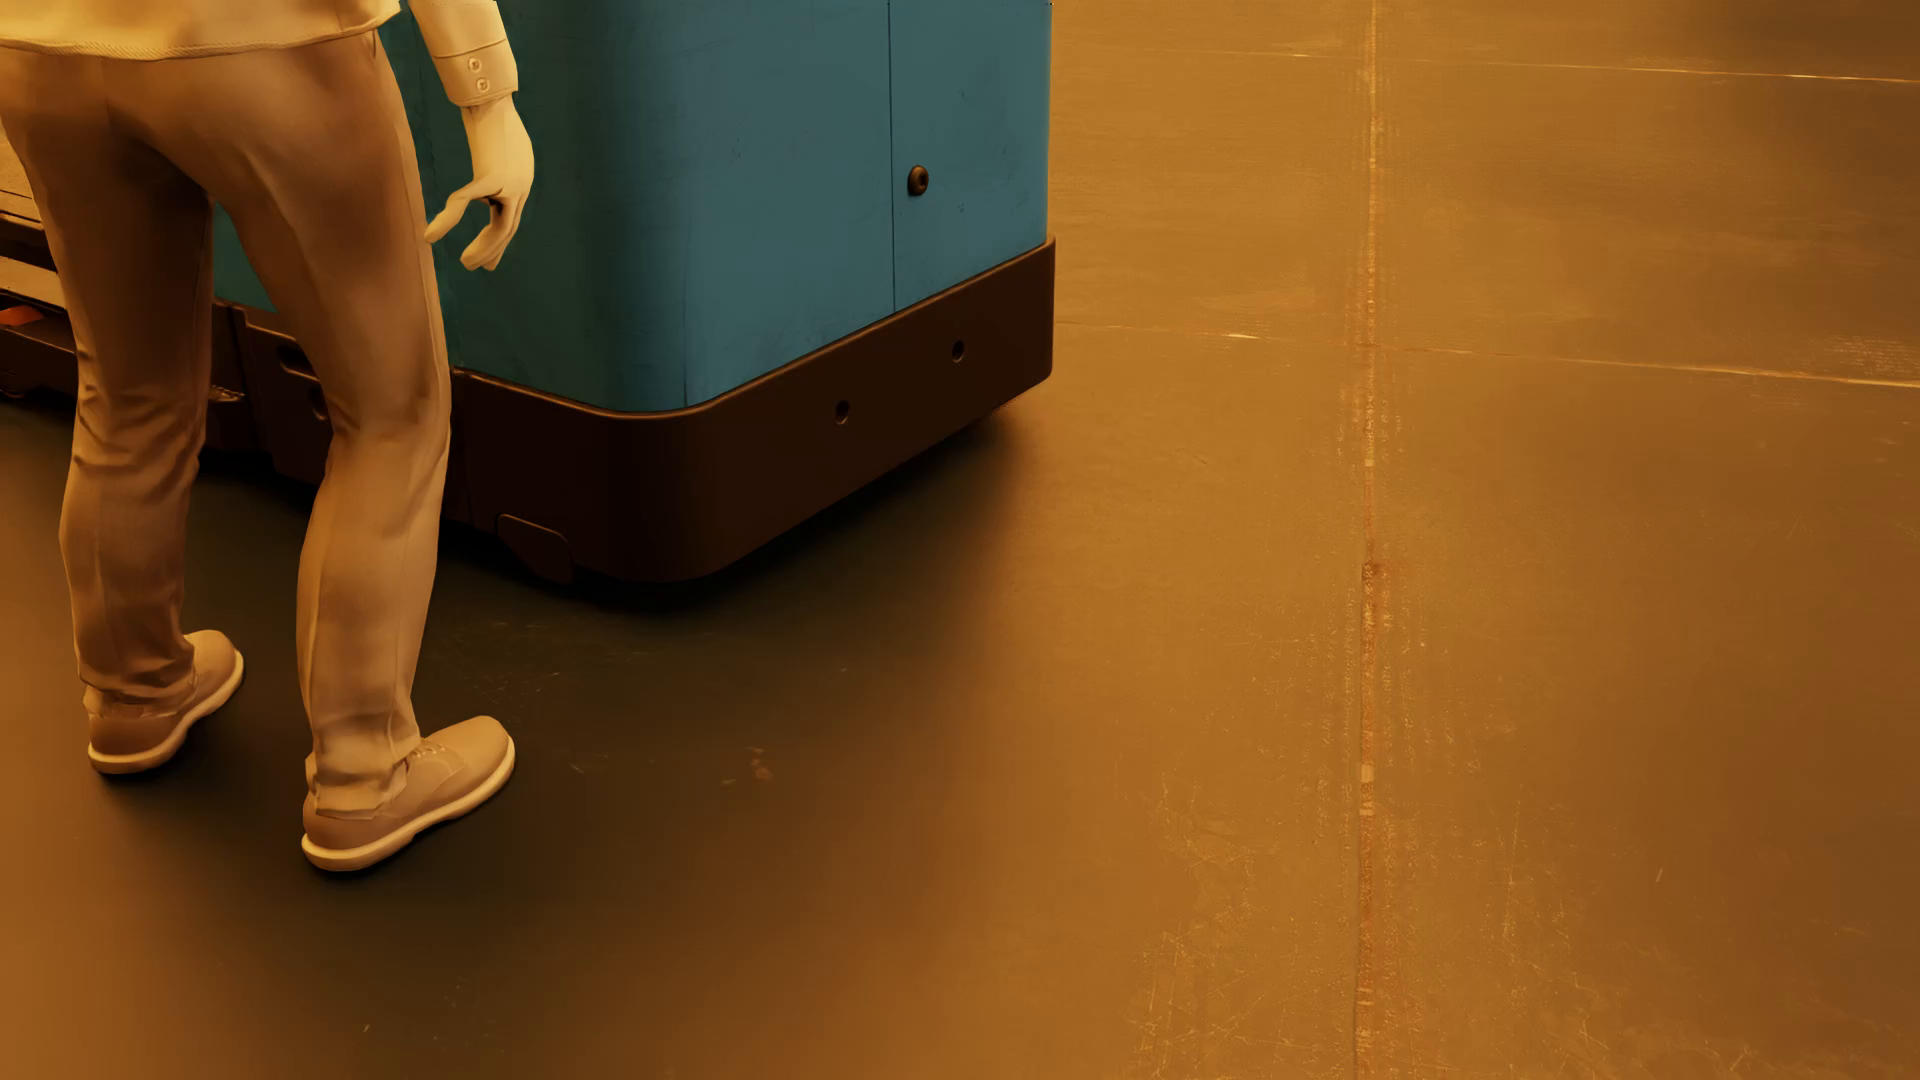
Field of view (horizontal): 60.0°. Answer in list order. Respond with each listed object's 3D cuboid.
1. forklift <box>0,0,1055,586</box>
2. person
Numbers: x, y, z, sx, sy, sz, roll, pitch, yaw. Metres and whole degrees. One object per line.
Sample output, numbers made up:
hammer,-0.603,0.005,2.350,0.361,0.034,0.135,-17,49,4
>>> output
forklift,-1.347,-1.742,2.699,3.031,2.935,1.130,17,31,30
person,-0.722,-0.455,1.587,0.713,1.641,0.376,7,28,14
